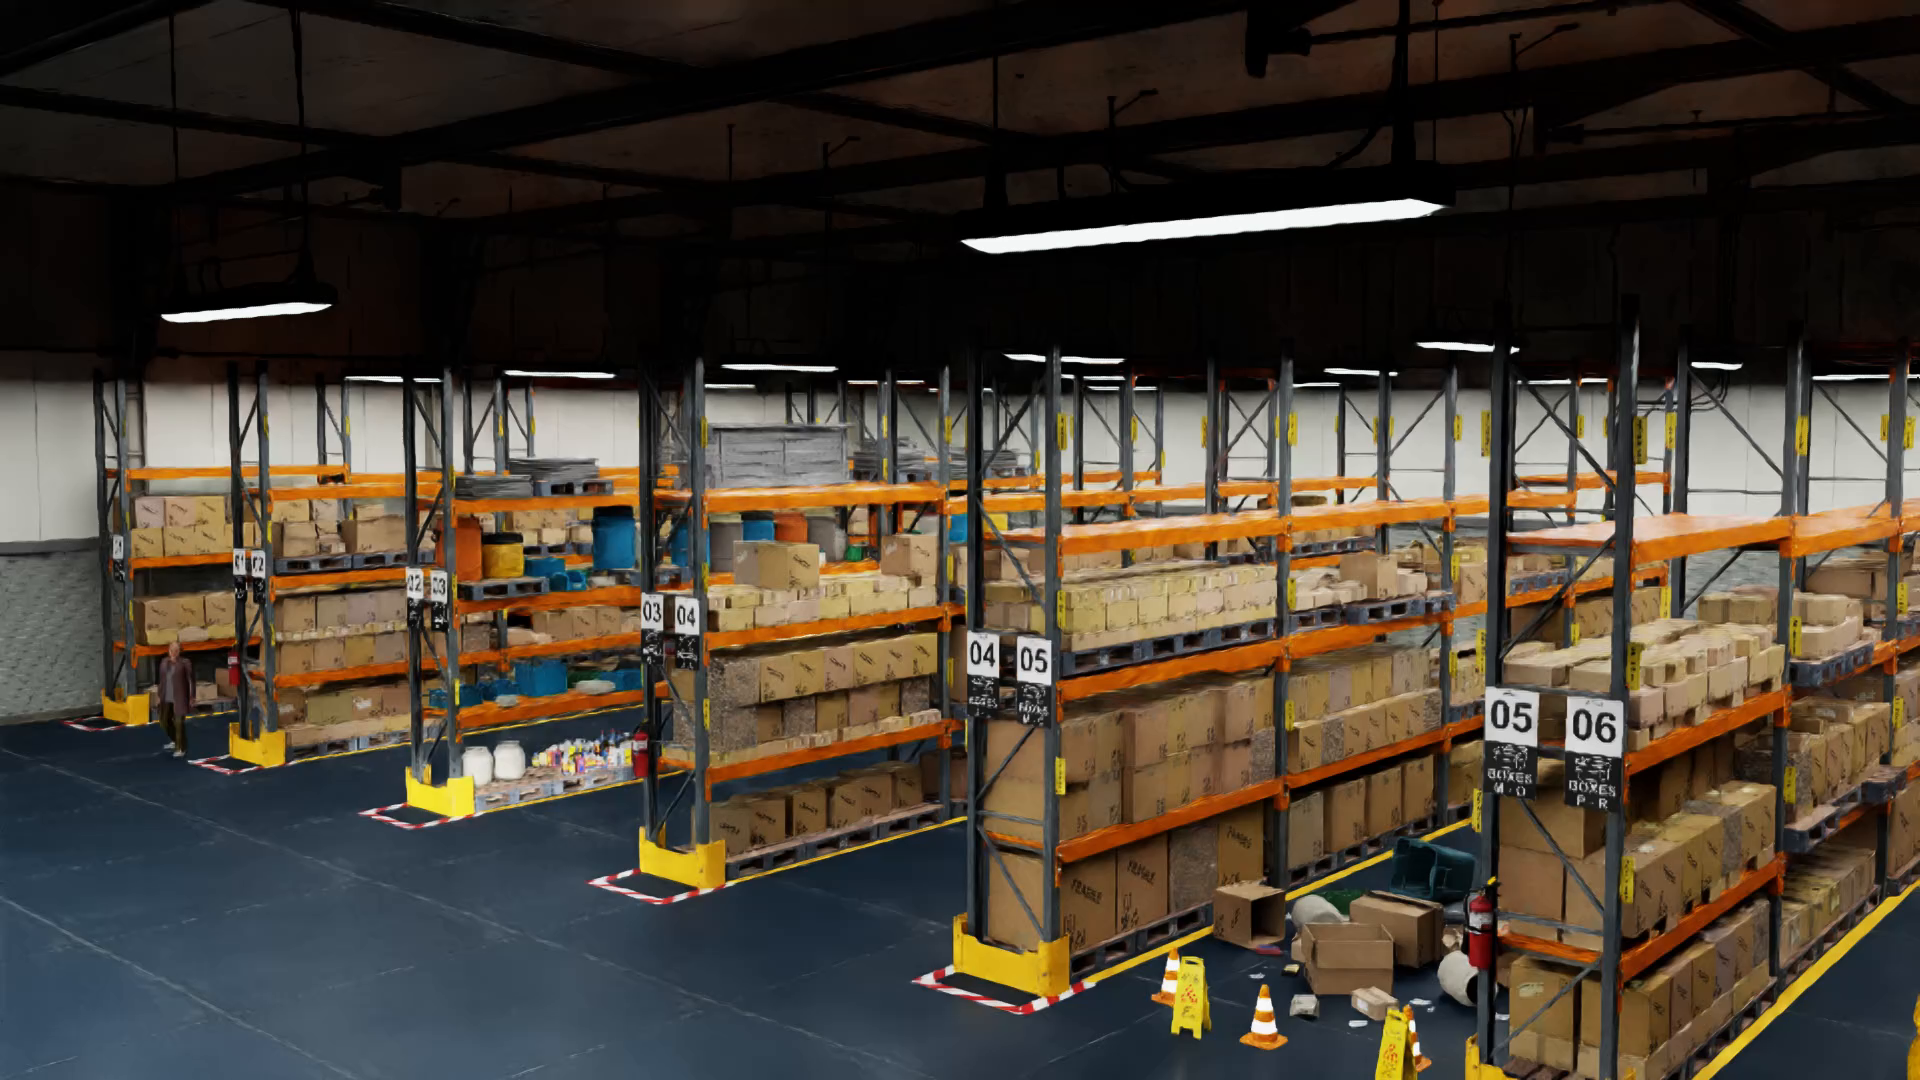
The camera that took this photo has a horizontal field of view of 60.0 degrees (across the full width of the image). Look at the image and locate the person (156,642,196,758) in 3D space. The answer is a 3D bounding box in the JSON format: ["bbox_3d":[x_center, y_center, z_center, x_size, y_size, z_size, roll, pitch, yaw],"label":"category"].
[{"bbox_3d":[-11.961,2.415,25.444,0.635,1.770,0.584,1,4,8],"label":"person"}]

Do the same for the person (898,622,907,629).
[{"bbox_3d":[-1.333,1.855,33.319,0.543,1.700,1.115,4,6,43],"label":"person"}]
